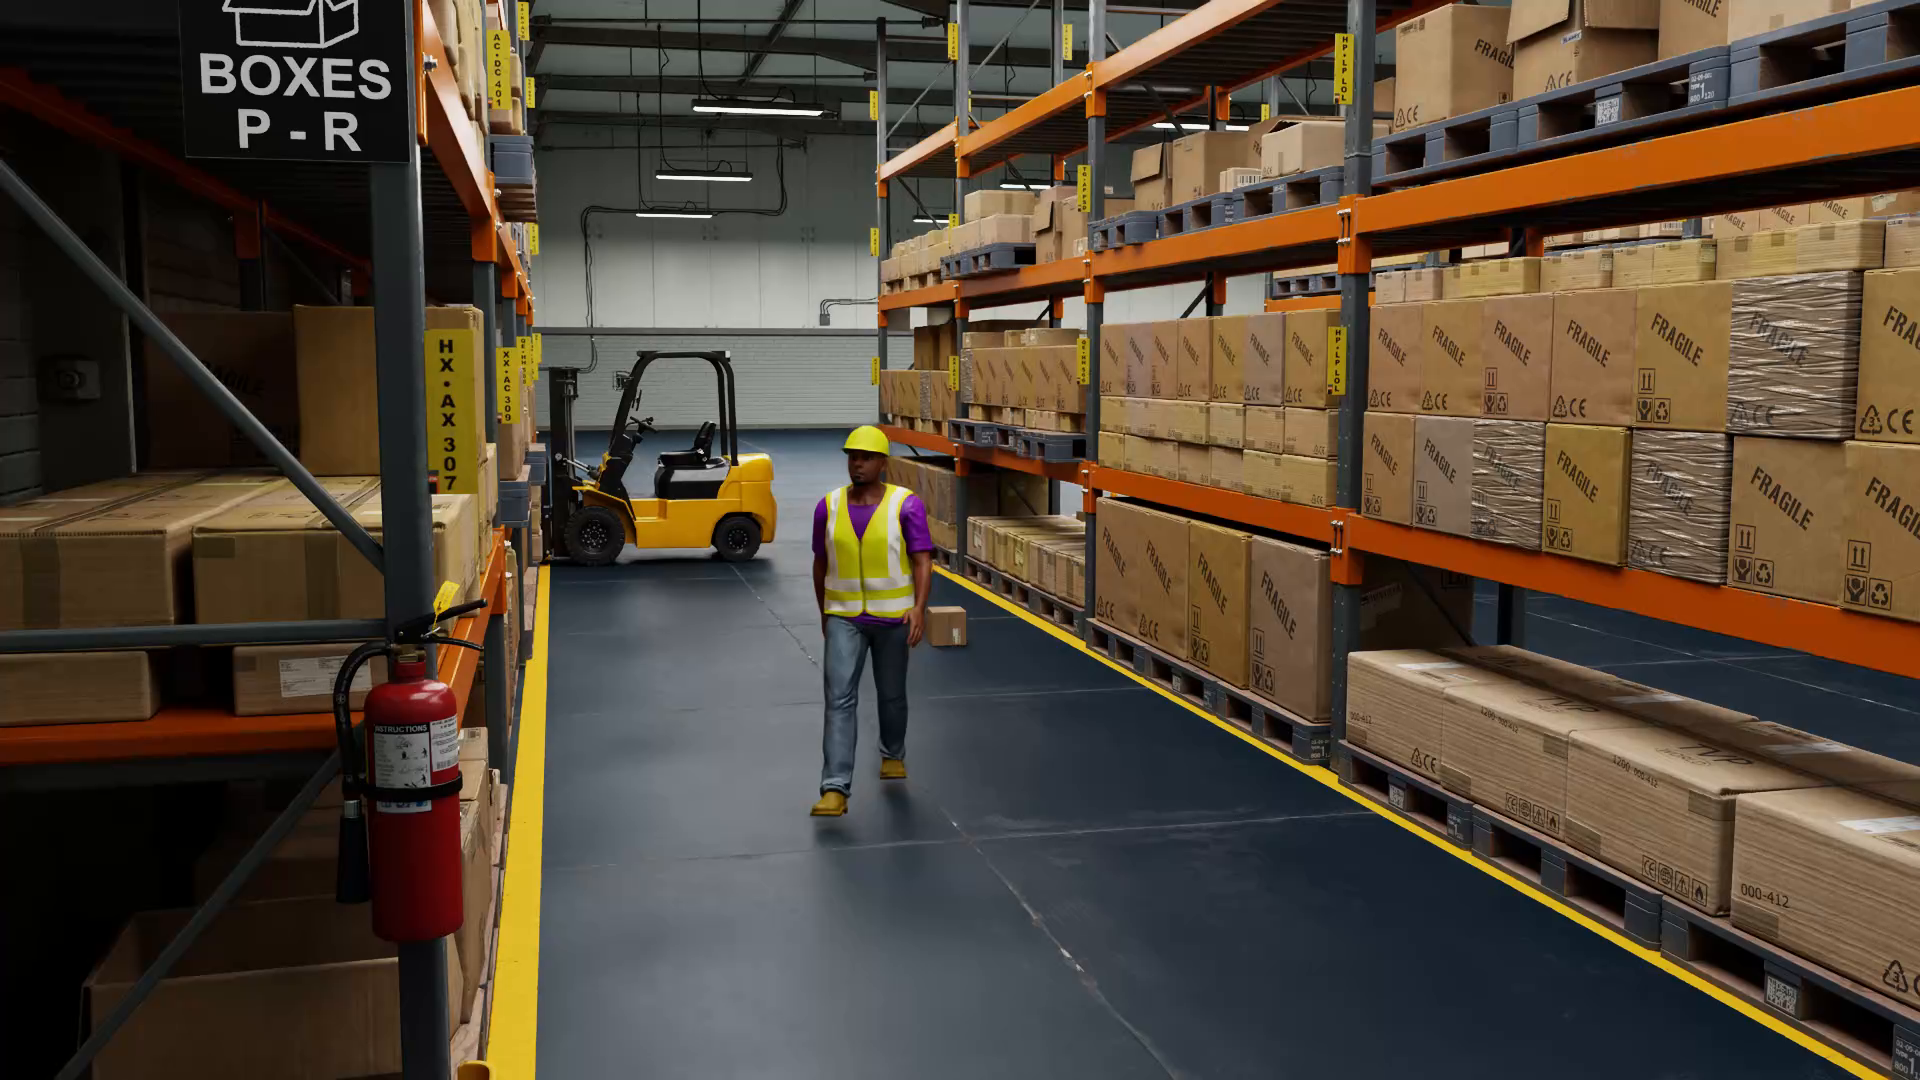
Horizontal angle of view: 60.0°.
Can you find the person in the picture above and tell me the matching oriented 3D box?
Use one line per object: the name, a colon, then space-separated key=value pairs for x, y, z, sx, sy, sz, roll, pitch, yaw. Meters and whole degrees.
person: x=-0.416 y=0.342 z=7.555 sx=0.582 sy=1.716 sz=1.041 roll=1 pitch=6 yaw=6
